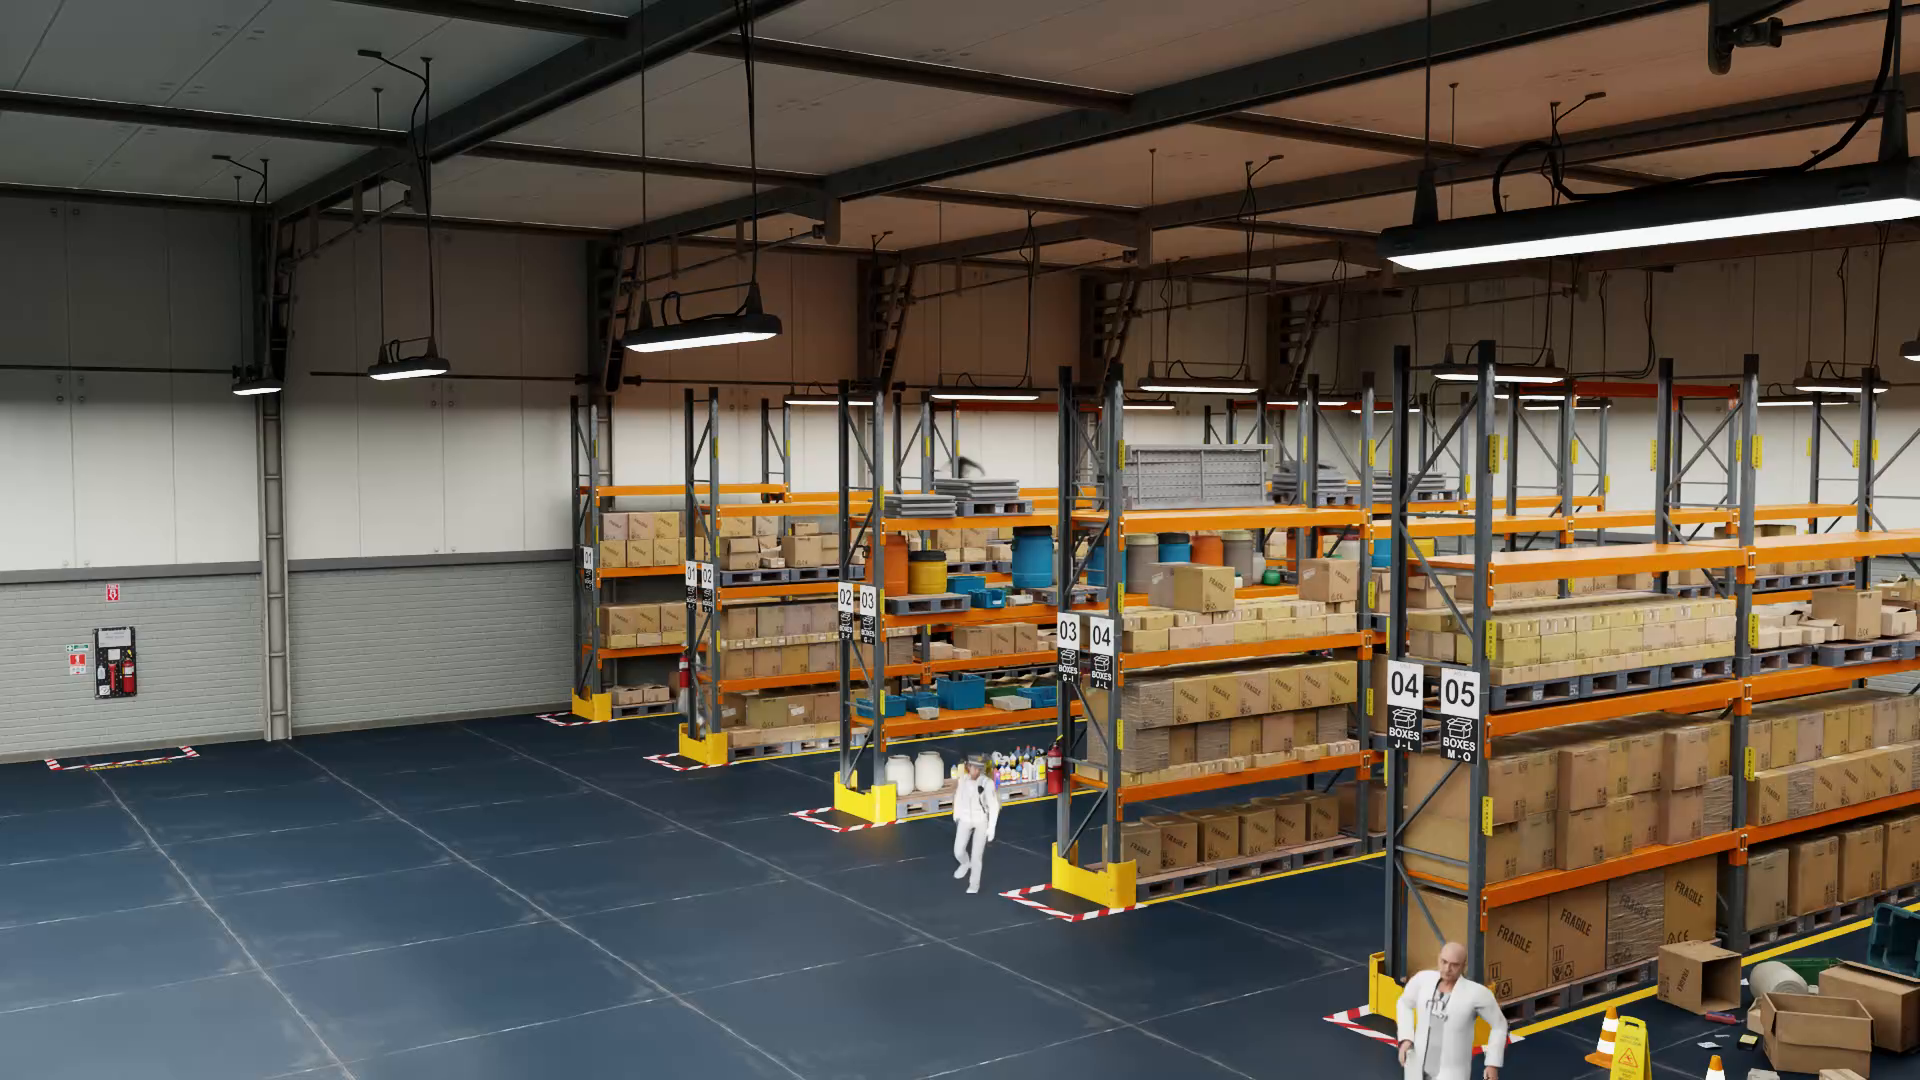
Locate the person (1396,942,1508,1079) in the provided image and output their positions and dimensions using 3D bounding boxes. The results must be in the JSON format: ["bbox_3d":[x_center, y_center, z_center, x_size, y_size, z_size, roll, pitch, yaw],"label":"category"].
[{"bbox_3d":[3.254,3.571,11.195,0.748,1.773,1.068,3,4,39],"label":"person"}]

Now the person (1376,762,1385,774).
[{"bbox_3d":[6.567,2.850,25.634,0.875,1.556,0.686,-2,4,-30],"label":"person"}]

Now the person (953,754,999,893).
[{"bbox_3d":[0.171,3.212,18.946,0.641,1.614,0.621,1,4,18],"label":"person"}]

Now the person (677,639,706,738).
[{"bbox_3d":[-4.591,2.545,28.661,0.518,1.748,0.585,-2,4,-30],"label":"person"}]
